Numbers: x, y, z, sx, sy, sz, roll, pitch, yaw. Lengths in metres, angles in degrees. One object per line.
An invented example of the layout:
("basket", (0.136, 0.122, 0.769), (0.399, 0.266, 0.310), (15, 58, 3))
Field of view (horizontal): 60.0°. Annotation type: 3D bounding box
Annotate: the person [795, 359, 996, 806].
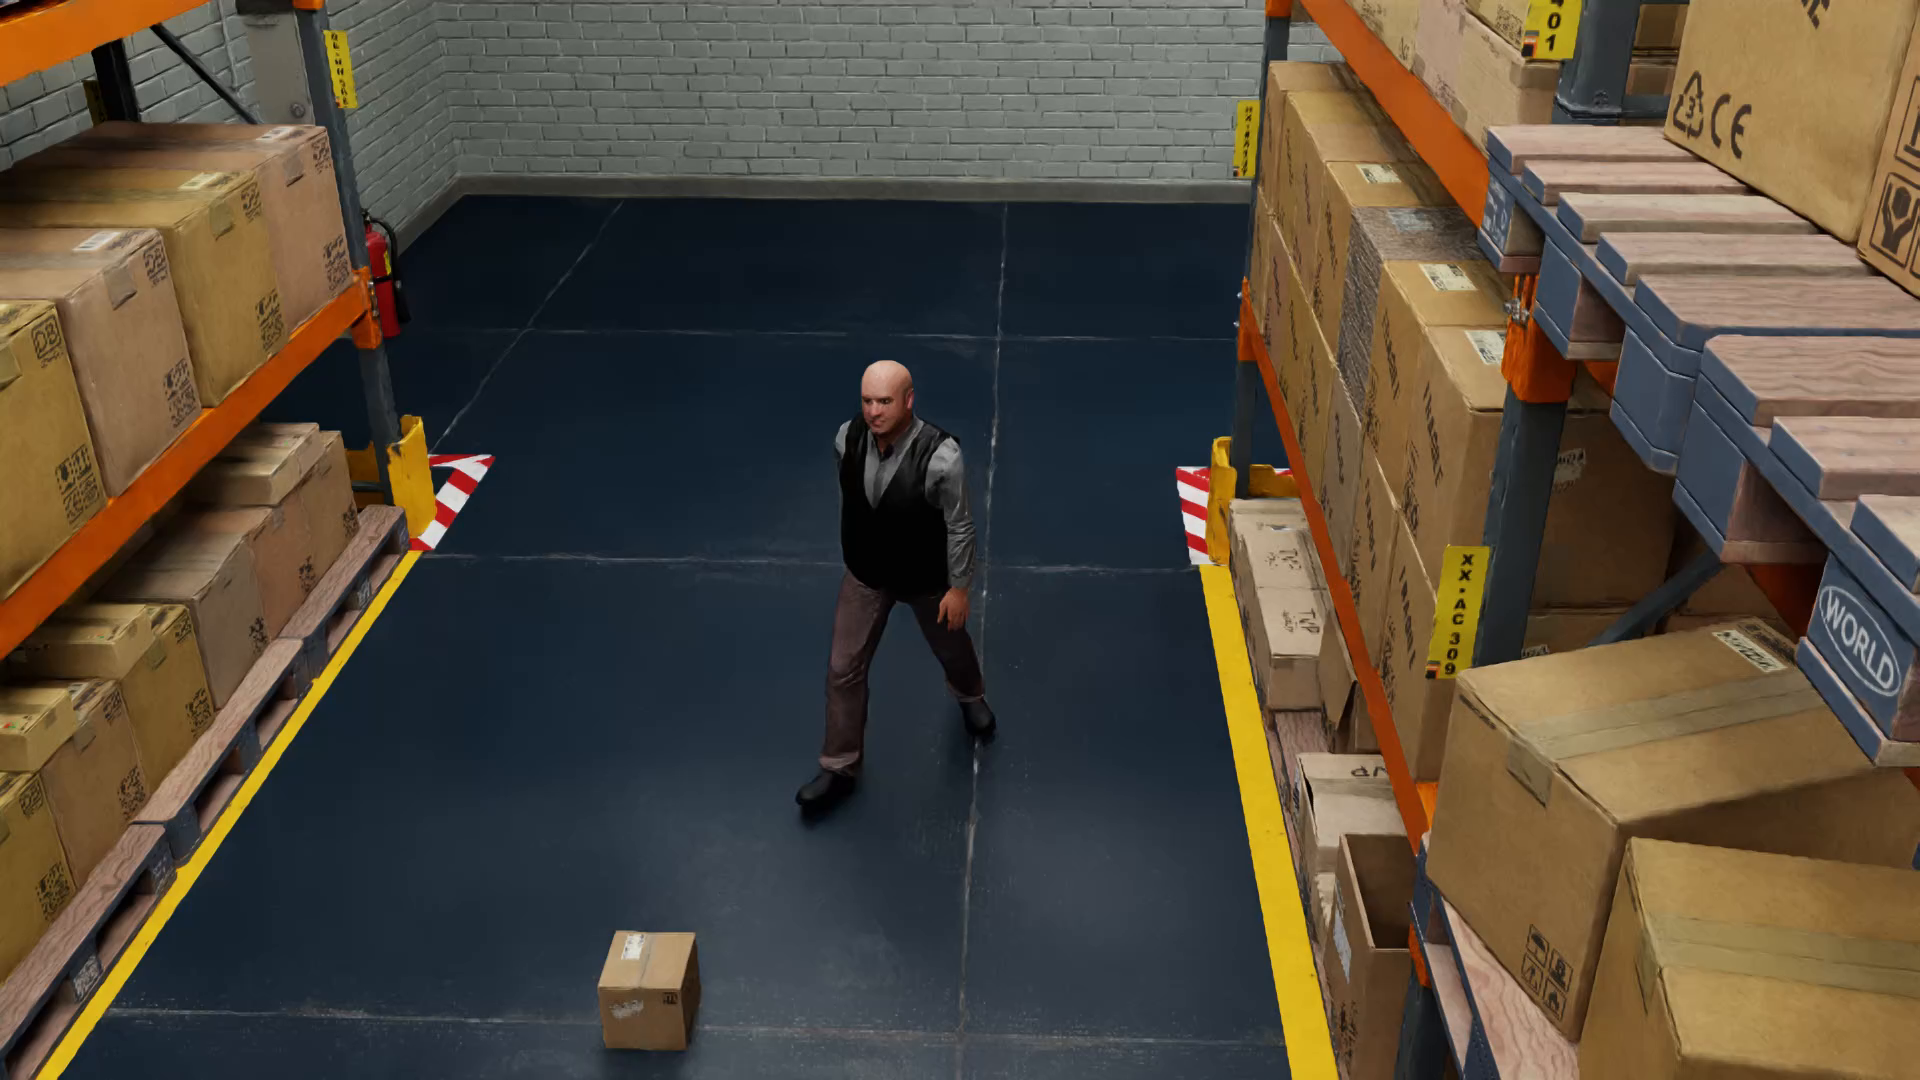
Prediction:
("person", (-0.205, 0.120, 5.972), (0.578, 1.679, 0.965), (11, 30, 20))
